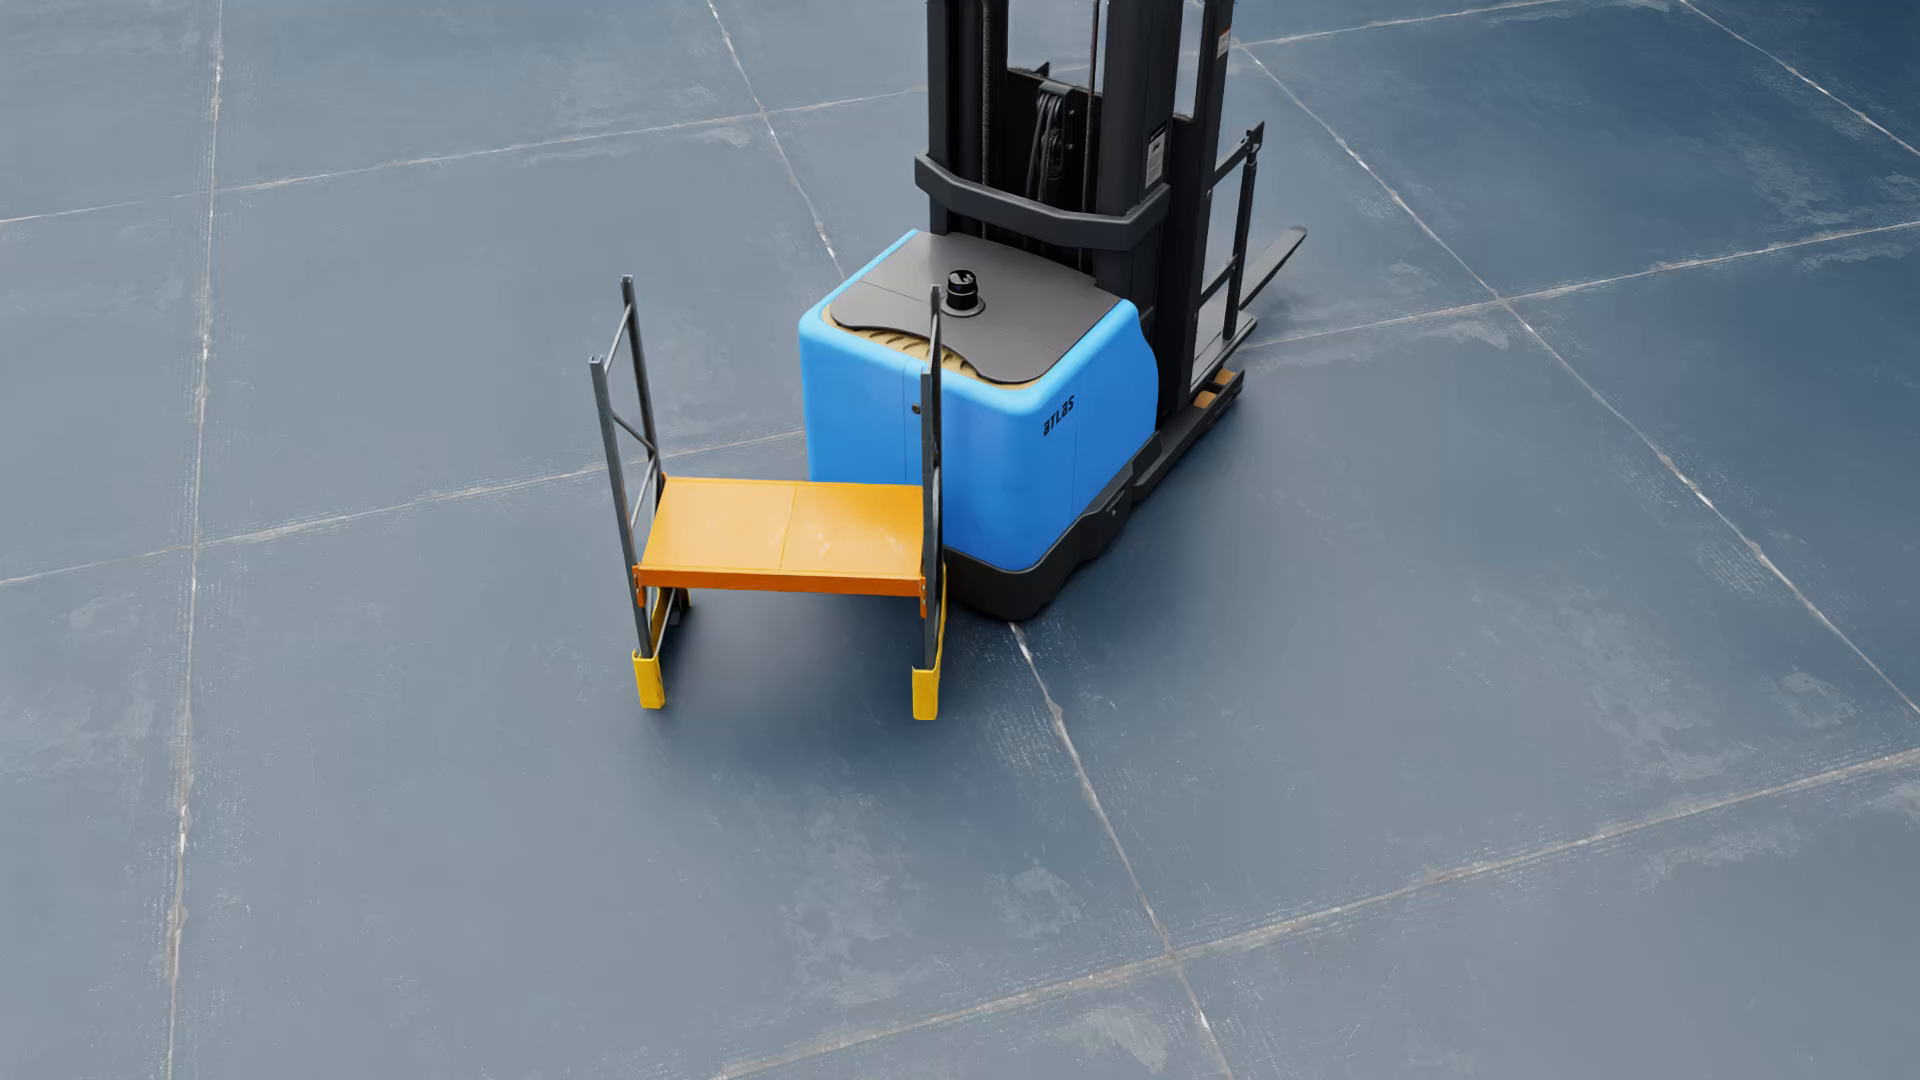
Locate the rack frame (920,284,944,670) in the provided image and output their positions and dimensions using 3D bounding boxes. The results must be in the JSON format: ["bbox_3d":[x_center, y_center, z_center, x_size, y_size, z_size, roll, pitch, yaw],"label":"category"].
[{"bbox_3d":[-0.092,-0.104,5.730,0.032,1.500,0.500,2,41,2],"label":"rack frame"}]

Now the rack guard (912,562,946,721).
[{"bbox_3d":[-0.111,0.365,6.142,0.087,0.250,0.587,2,41,2],"label":"rack guard"}]

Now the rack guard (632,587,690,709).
[{"bbox_3d":[-1.106,0.328,6.184,0.087,0.250,0.587,2,41,2],"label":"rack guard"}]

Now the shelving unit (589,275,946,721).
[{"bbox_3d":[-0.608,-0.124,5.752,1.083,1.500,0.587,2,41,2],"label":"shelving unit"}]

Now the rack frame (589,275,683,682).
[{"bbox_3d":[-1.107,-0.143,5.773,0.032,1.500,0.500,2,41,2],"label":"rack frame"}]

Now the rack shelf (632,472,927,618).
[{"bbox_3d":[-0.599,0.012,5.870,1.000,0.185,0.538,2,41,2],"label":"rack shelf"}]

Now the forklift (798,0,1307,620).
[{"bbox_3d":[0.607,-1.744,6.519,1.130,2.935,3.031,23,46,24],"label":"forklift"}]
